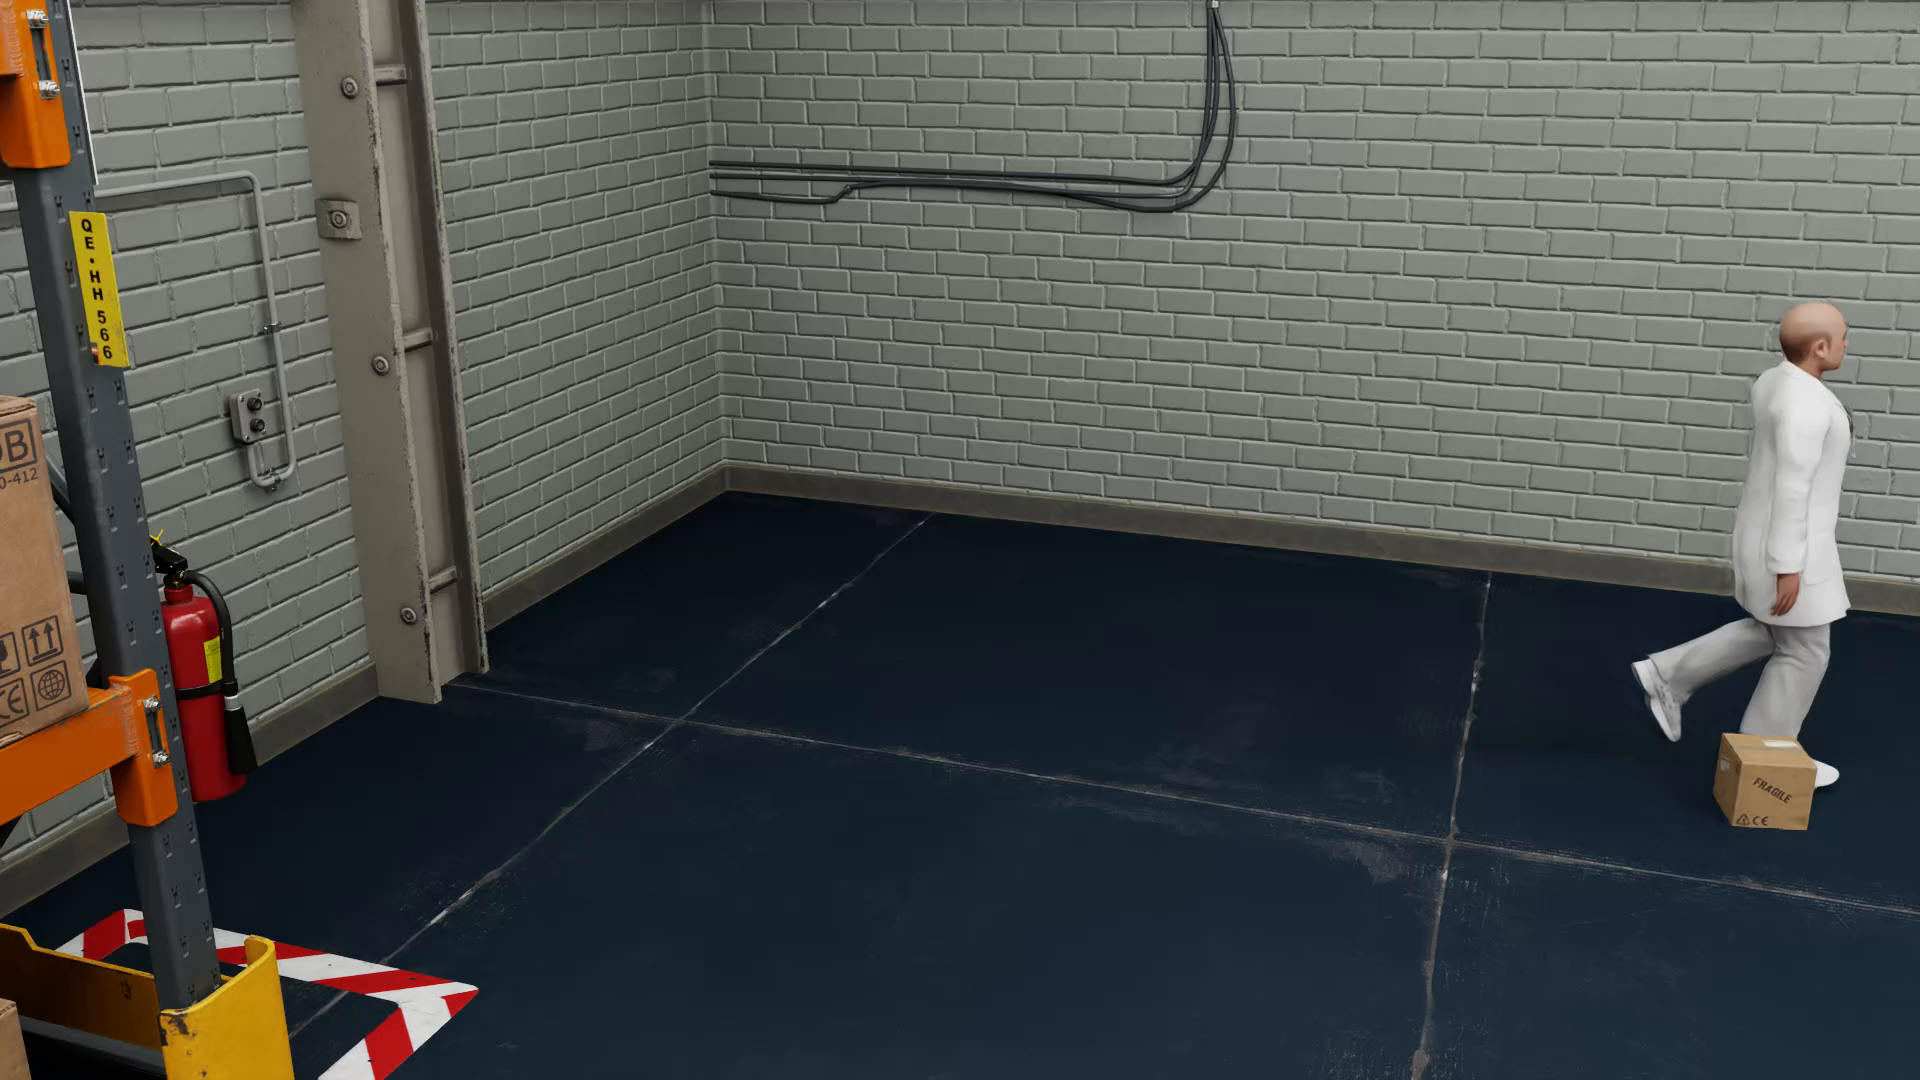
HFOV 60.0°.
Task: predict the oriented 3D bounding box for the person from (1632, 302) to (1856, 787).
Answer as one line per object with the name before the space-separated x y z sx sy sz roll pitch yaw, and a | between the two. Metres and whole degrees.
person | 2.881 0.017 5.969 0.725 1.761 0.603 4 19 11
